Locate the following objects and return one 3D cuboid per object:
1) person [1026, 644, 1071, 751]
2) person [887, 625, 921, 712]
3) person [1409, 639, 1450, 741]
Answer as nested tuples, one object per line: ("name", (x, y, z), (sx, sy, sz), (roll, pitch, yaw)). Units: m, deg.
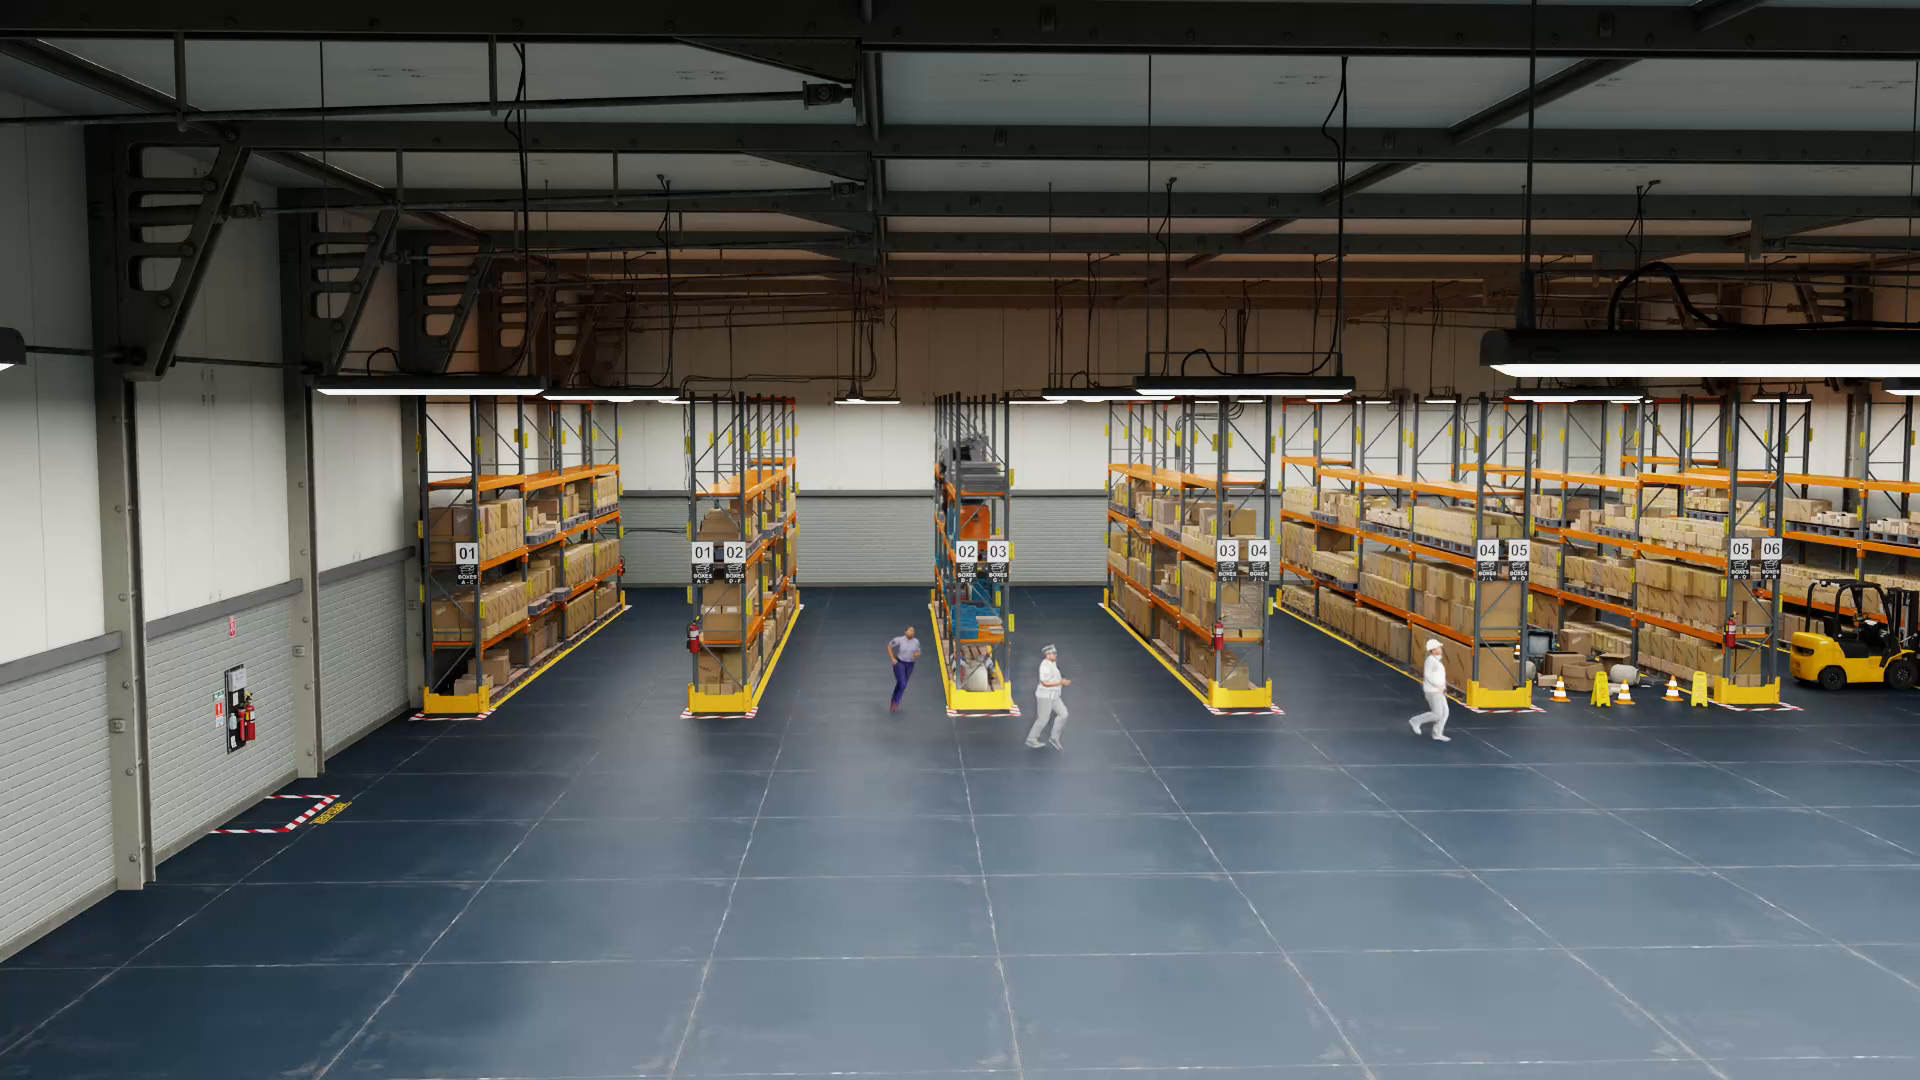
("person", (1.499, 2.637, 27.680), (0.801, 1.827, 0.611), (2, 5, 24))
("person", (-1.073, 2.425, 31.459), (0.672, 1.653, 0.681), (-3, 5, -29))
("person", (8.093, 2.575, 28.579), (0.685, 1.747, 0.668), (2, 5, 27))
